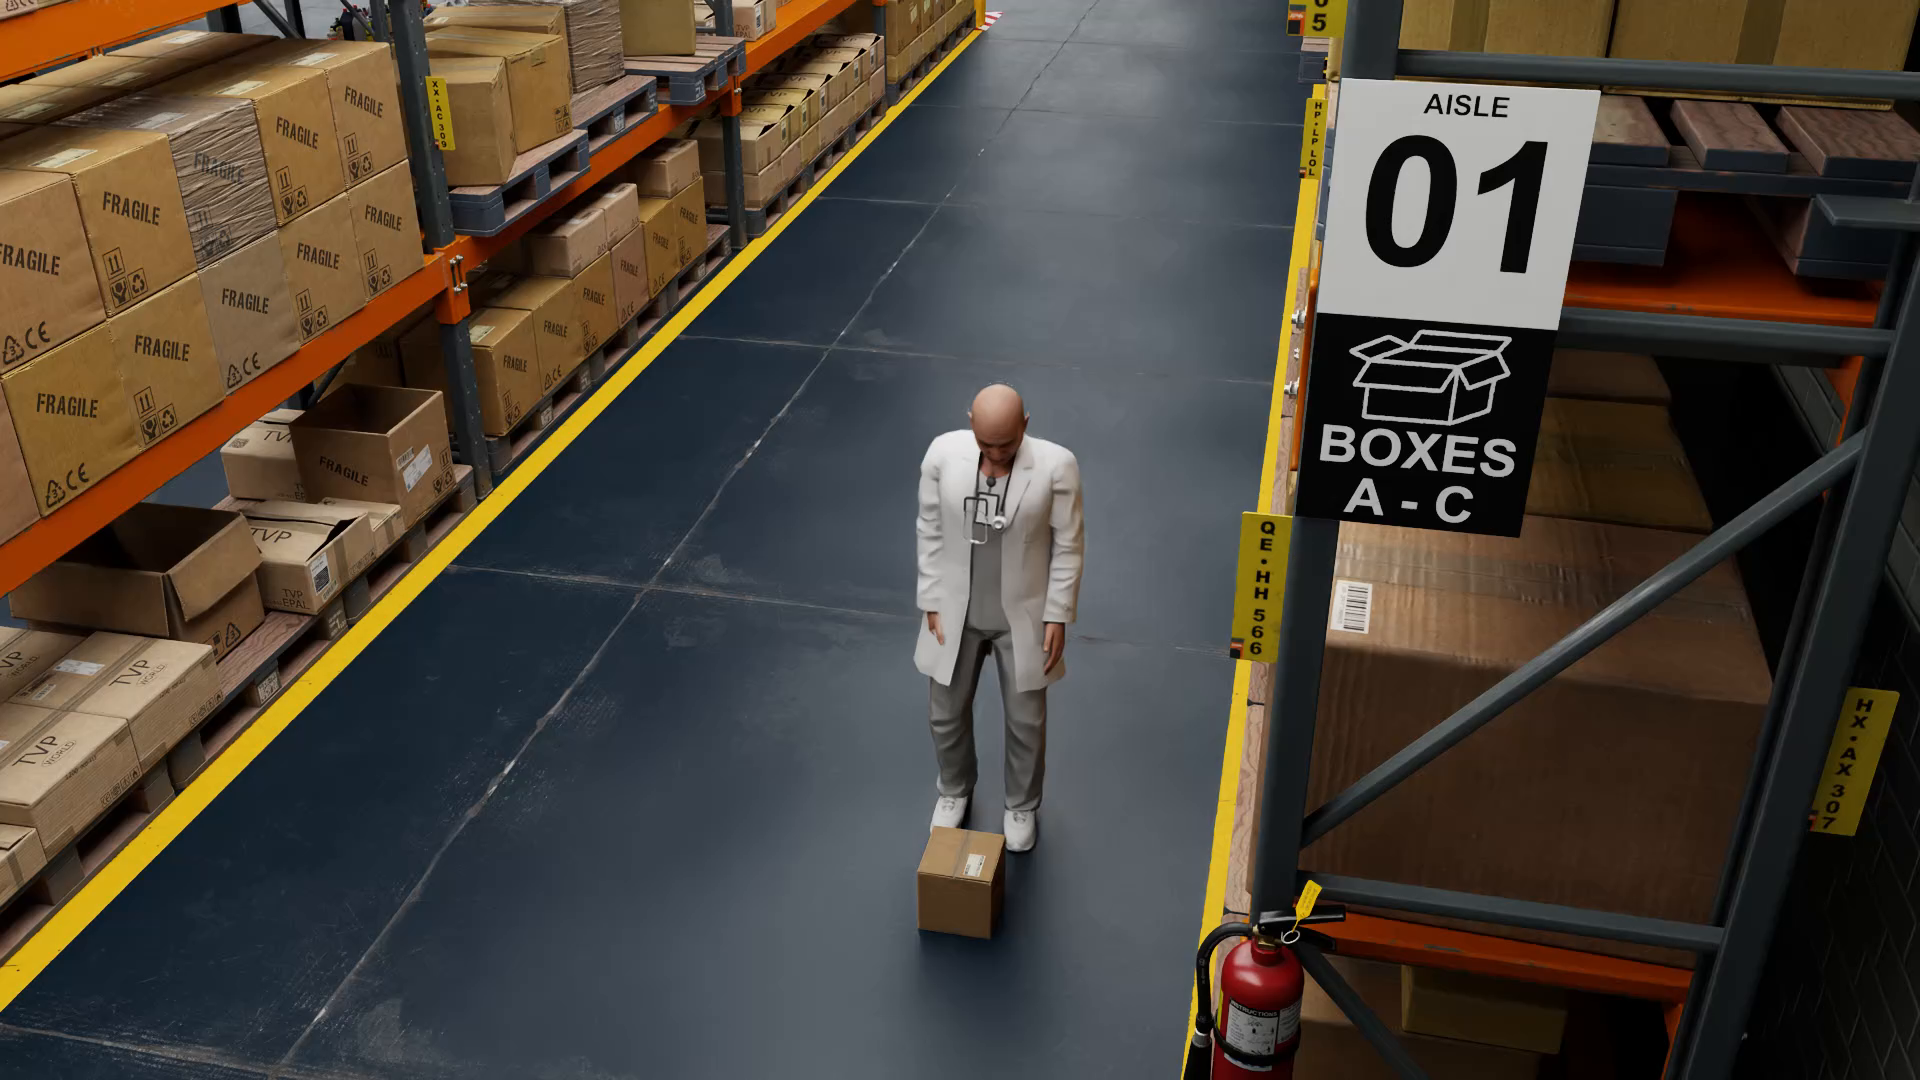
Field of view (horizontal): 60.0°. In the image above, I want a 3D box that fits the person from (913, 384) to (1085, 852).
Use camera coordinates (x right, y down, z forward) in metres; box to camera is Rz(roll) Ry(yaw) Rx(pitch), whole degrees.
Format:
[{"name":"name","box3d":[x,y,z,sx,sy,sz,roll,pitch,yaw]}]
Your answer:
[{"name":"person","box3d":[0.127,0.335,5.736,0.579,1.585,0.395,6,29,11]}]
